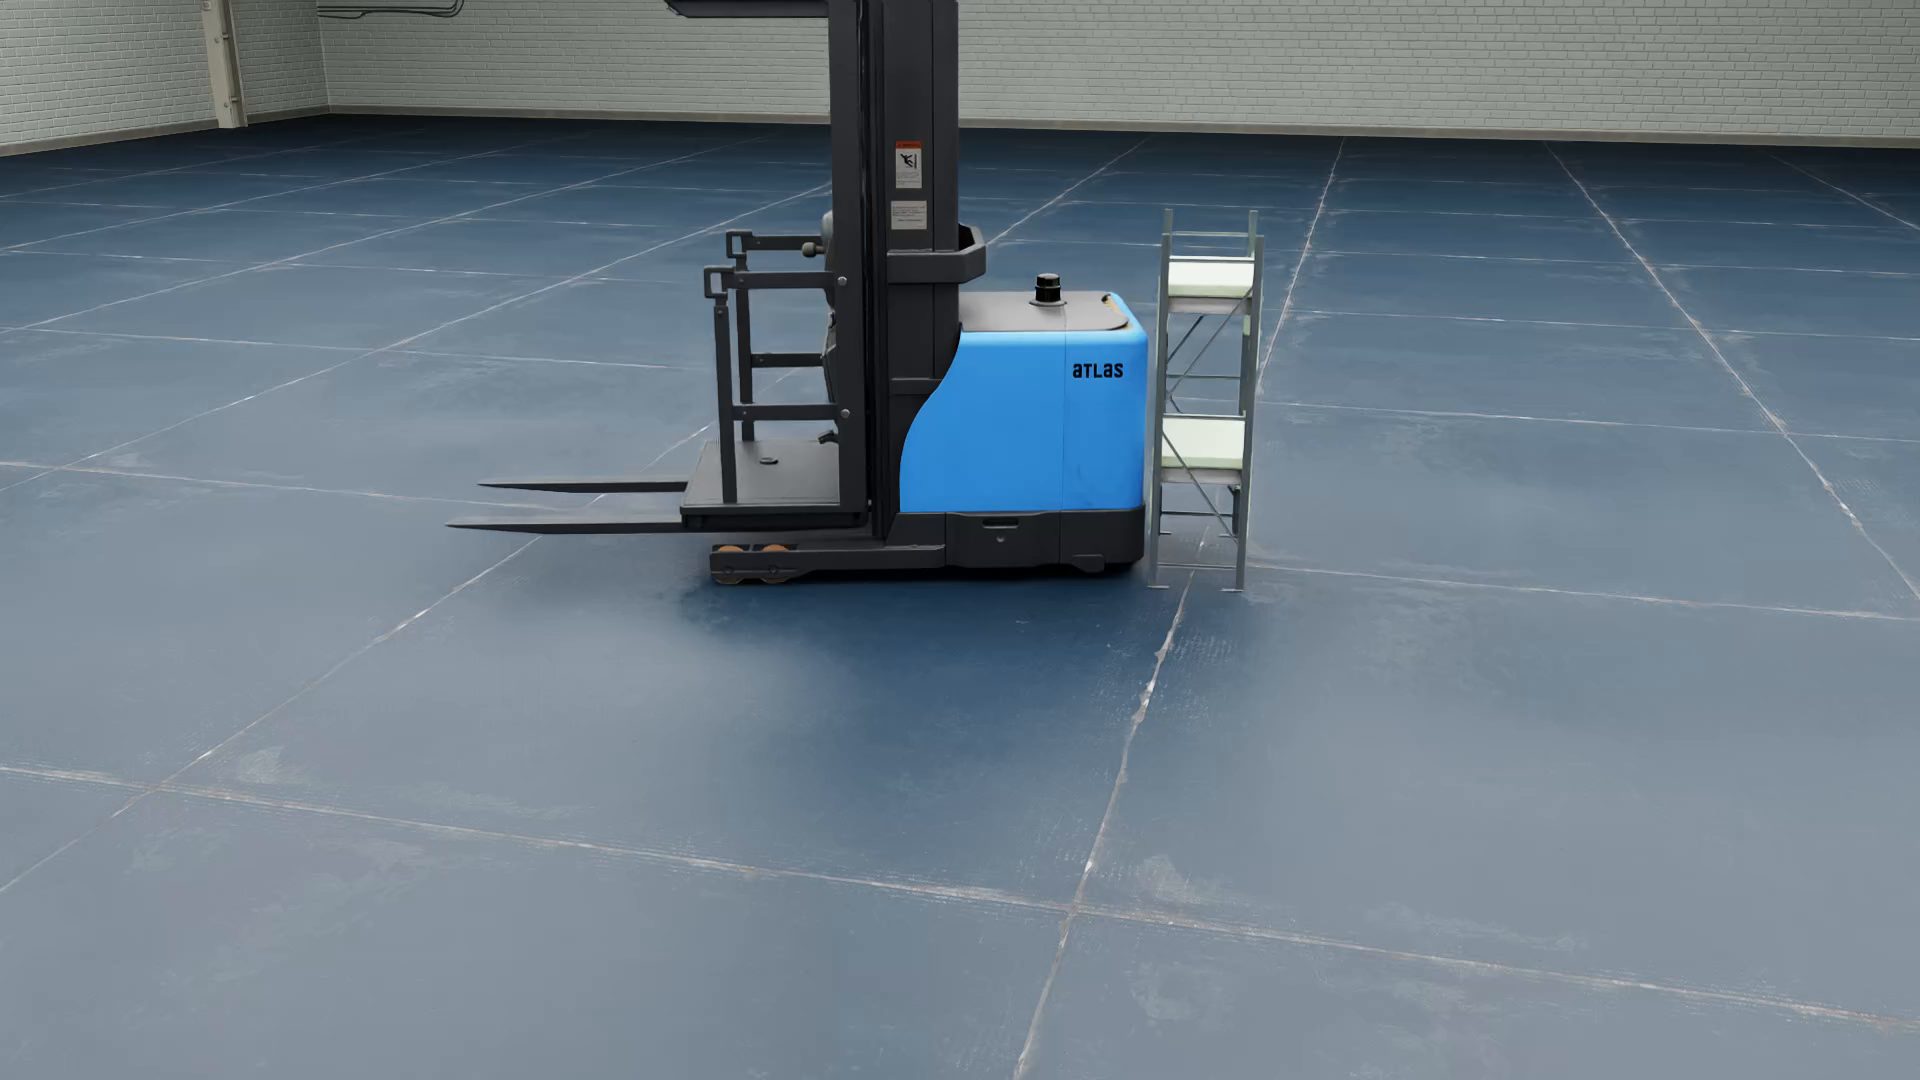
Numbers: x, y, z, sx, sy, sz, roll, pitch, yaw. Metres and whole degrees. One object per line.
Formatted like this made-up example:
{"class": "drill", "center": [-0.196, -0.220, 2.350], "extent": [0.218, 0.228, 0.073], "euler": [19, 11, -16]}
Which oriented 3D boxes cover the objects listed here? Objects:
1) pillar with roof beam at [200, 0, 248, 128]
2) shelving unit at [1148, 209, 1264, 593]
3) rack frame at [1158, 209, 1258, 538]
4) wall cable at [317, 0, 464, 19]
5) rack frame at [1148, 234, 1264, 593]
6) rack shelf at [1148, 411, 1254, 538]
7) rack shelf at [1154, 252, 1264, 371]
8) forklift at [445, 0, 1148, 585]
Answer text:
{"class": "pillar with roof beam", "center": [-8.138, -10.911, 25.709], "extent": [9.100, 9.000, 0.400], "euler": [5, 19, 13]}
{"class": "shelving unit", "center": [1.049, -0.615, 7.167], "extent": [0.431, 1.500, 0.755], "euler": [2, 19, 7]}
{"class": "rack frame", "center": [1.098, -0.732, 7.511], "extent": [0.400, 1.500, 0.023], "euler": [2, 19, 7]}
{"class": "wall cable", "center": [-10.310, -10.600, 29.604], "extent": [3.097, 2.526, 0.112], "euler": [5, 19, 13]}
{"class": "rack frame", "center": [1.001, -0.498, 6.824], "extent": [0.400, 1.500, 0.023], "euler": [2, 19, 7]}
{"class": "rack shelf", "center": [1.049, -0.306, 7.273], "extent": [0.431, 0.370, 0.720], "euler": [2, 19, 7]}
{"class": "rack shelf", "center": [1.049, -0.984, 7.041], "extent": [0.431, 0.370, 0.720], "euler": [2, 19, 7]}
{"class": "forklift", "center": [-0.730, -1.369, 7.160], "extent": [3.031, 2.935, 1.130], "euler": [-1, 19, -2]}
